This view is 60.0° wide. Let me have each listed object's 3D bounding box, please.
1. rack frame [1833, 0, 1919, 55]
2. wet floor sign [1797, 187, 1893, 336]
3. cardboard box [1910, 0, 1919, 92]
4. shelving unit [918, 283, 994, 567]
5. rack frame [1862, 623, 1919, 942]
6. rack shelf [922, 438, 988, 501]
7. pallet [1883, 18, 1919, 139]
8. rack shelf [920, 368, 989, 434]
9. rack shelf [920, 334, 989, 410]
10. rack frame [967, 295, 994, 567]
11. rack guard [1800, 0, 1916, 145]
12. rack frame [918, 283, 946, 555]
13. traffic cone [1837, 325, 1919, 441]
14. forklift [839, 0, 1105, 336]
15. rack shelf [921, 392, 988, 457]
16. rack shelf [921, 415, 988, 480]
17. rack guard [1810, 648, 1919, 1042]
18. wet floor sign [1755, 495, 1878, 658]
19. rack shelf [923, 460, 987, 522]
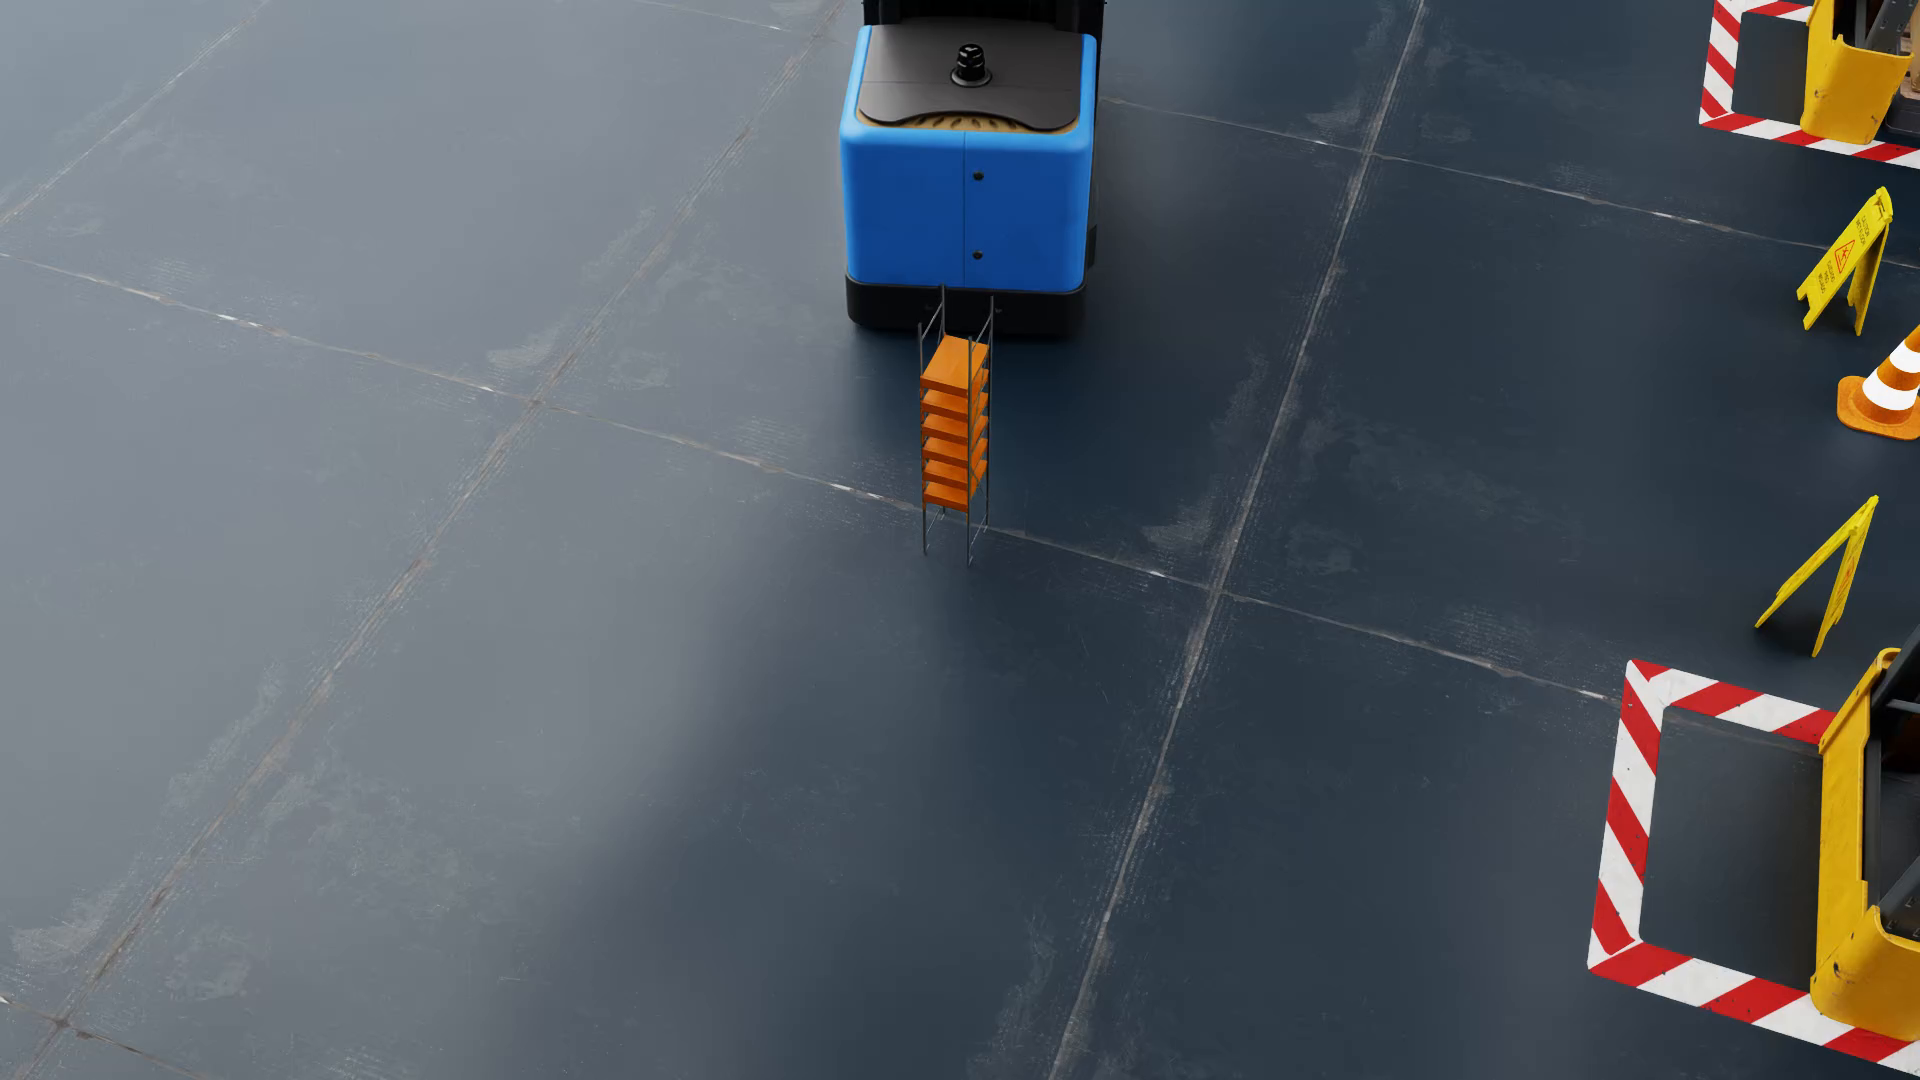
[{"bbox_3d":[4.627,-3.399,7.578,0.127,3.000,1.000,16,51,13],"label":"rack frame"},{"bbox_3d":[3.914,-1.232,7.257,0.232,0.644,0.267,8,50,7],"label":"wet floor sign"},{"bbox_3d":[5.286,-2.710,8.108,0.875,0.875,0.875,16,51,13],"label":"cardboard box"},{"bbox_3d":[-0.014,-0.397,6.166,0.189,1.200,0.258,16,51,13],"label":"shelving unit"},{"bbox_3d":[3.007,0.136,4.514,0.127,3.000,1.000,16,51,13],"label":"rack frame"},{"bbox_3d":[-0.014,-0.289,6.291,0.180,0.103,0.258,16,51,13],"label":"rack shelf"},{"bbox_3d":[5.404,-2.332,8.498,1.213,0.211,1.003,16,51,13],"label":"pallet"},{"bbox_3d":[-0.014,-0.525,6.019,0.180,0.103,0.258,16,51,13],"label":"rack shelf"},{"bbox_3d":[-0.014,-0.603,5.928,0.180,0.103,0.258,16,51,13],"label":"rack shelf"},{"bbox_3d":[0.072,-0.373,6.146,0.006,1.200,0.240,16,51,13],"label":"rack frame"},{"bbox_3d":[4.605,-2.587,8.528,0.348,0.500,1.175,16,51,13],"label":"rack guard"},{"bbox_3d":[-0.099,-0.421,6.187,0.006,1.200,0.240,16,51,13],"label":"rack frame"},{"bbox_3d":[3.923,-0.711,6.926,0.334,0.463,0.336,16,51,13],"label":"traffic cone"},{"bbox_3d":[0.125,-2.971,7.252,1.130,2.935,3.031,3,49,3],"label":"forklift"},{"bbox_3d":[-0.014,-0.446,6.109,0.180,0.103,0.258,16,51,13],"label":"rack shelf"},{"bbox_3d":[-0.014,-0.368,6.200,0.180,0.103,0.258,16,51,13],"label":"rack shelf"},{"bbox_3d":[3.078,0.975,5.441,0.348,0.500,1.175,16,51,13],"label":"rack guard"},{"bbox_3d":[3.199,0.099,6.104,0.232,0.644,0.267,33,57,25],"label":"wet floor sign"},{"bbox_3d":[-0.014,-0.210,6.381,0.180,0.103,0.258,16,51,13],"label":"rack shelf"}]
